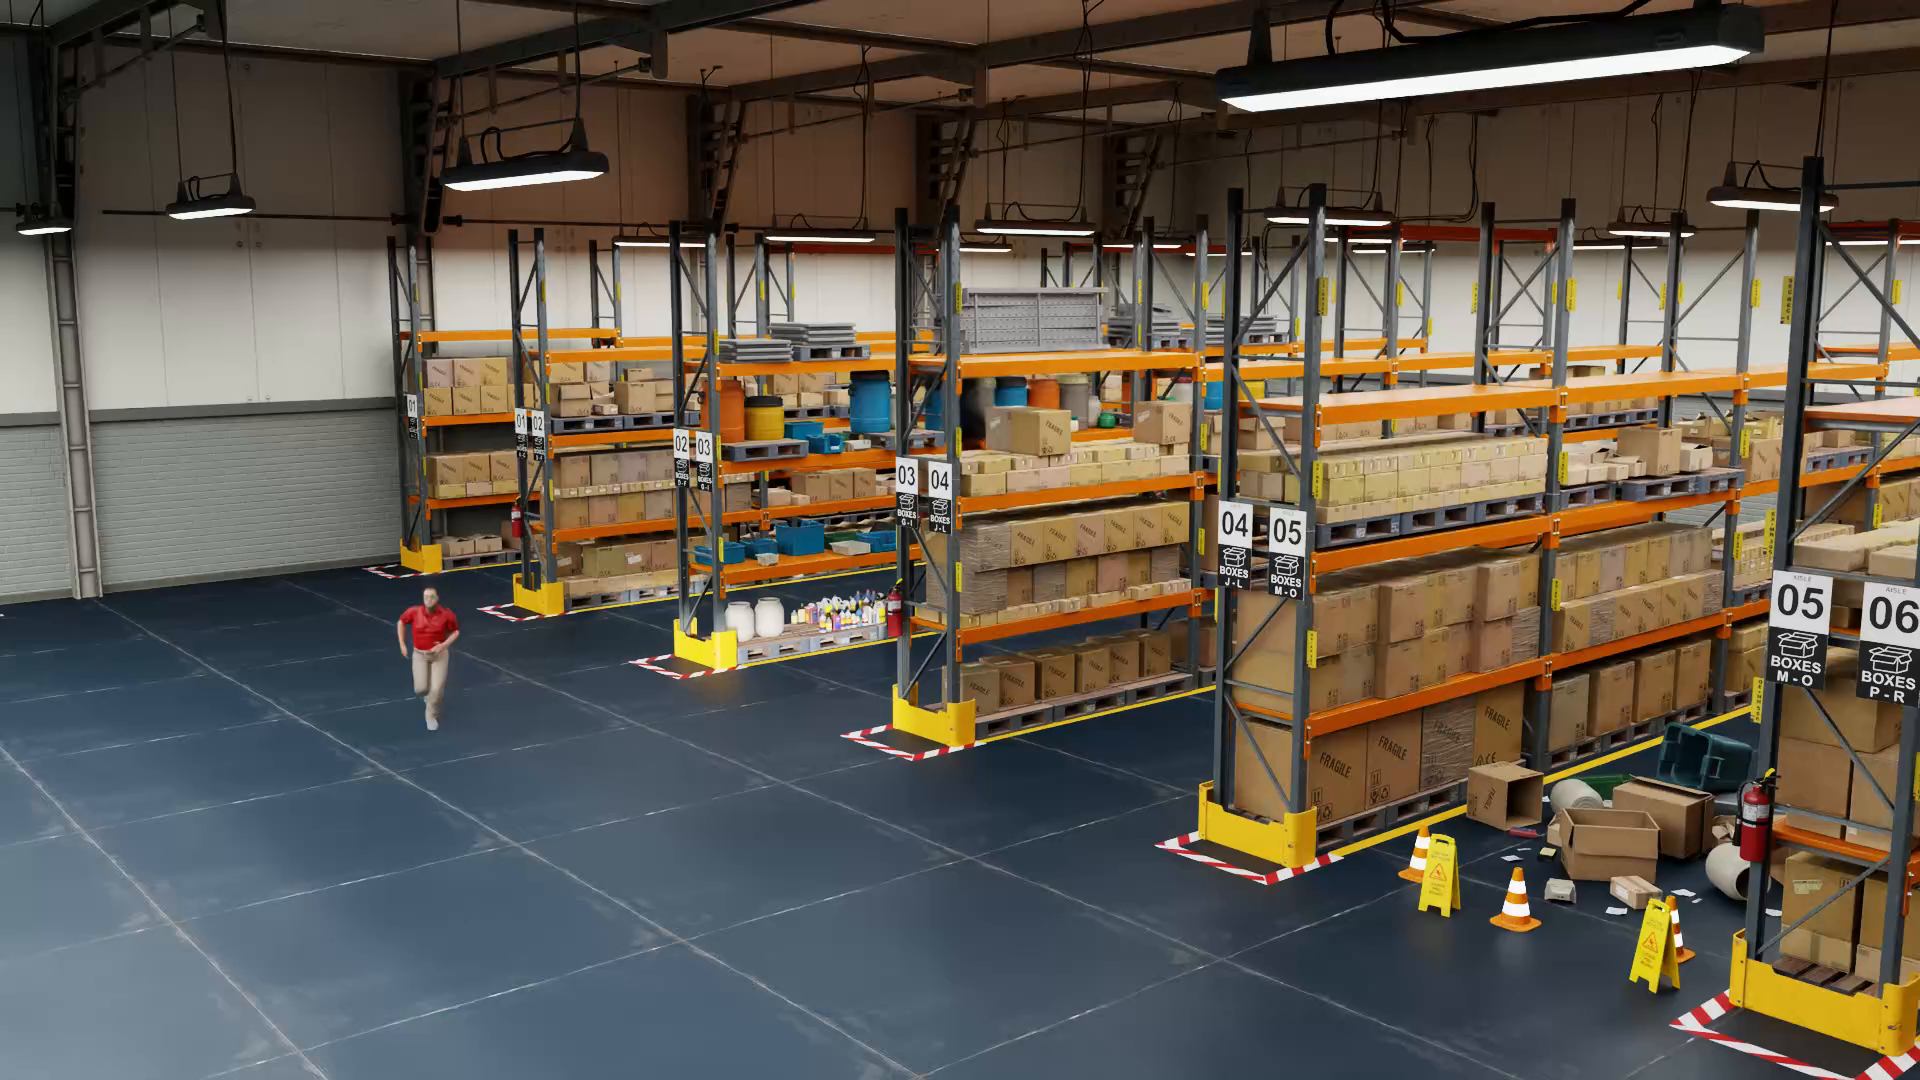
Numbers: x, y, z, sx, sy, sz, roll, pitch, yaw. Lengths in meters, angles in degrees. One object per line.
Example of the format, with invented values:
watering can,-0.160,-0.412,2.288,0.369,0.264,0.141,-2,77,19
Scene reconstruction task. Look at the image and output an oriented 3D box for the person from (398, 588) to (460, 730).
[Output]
person,-6.208,1.381,19.459,0.704,1.682,0.692,-2,9,-12
